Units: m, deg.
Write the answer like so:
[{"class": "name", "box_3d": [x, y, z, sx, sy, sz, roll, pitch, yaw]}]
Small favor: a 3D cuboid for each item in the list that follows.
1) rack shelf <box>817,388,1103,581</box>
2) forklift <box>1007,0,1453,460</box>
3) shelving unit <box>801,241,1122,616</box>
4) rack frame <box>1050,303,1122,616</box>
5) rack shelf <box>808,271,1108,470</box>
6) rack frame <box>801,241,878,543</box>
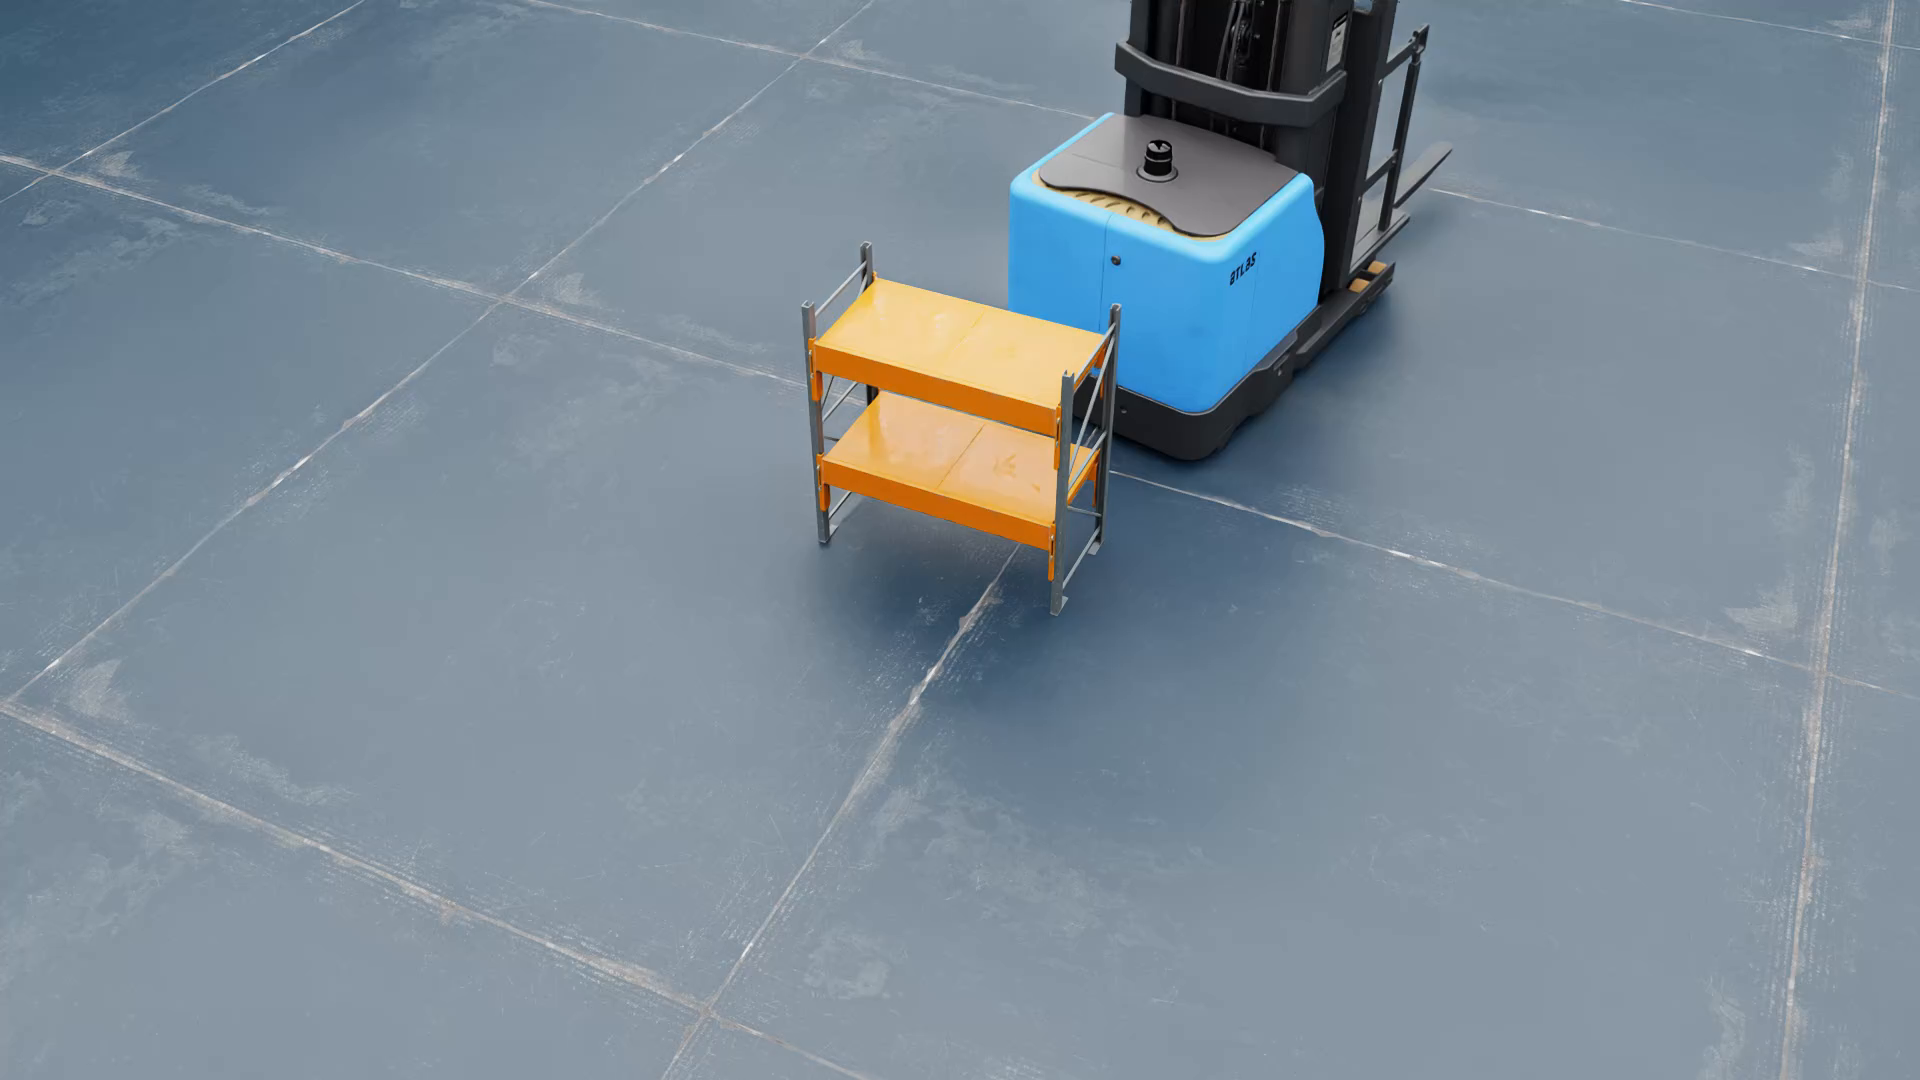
[{"class": "rack shelf", "box_3d": [0.006, -0.238, 6.540, 1.000, 0.278, 0.538, 17, 44, 19]}, {"class": "forklift", "box_3d": [1.460, -2.366, 7.242, 1.130, 2.935, 3.031, 25, 47, 26]}, {"class": "shelving unit", "box_3d": [0.006, -0.423, 6.379, 1.048, 1.125, 0.538, 17, 44, 19]}, {"class": "rack frame", "box_3d": [0.467, -0.282, 6.217, 0.032, 1.125, 0.500, 17, 44, 19]}, {"class": "rack shelf", "box_3d": [0.006, -0.644, 6.188, 1.000, 0.278, 0.538, 17, 44, 19]}, {"class": "rack frame", "box_3d": [-0.455, -0.564, 6.542, 0.032, 1.125, 0.500, 17, 44, 19]}]
